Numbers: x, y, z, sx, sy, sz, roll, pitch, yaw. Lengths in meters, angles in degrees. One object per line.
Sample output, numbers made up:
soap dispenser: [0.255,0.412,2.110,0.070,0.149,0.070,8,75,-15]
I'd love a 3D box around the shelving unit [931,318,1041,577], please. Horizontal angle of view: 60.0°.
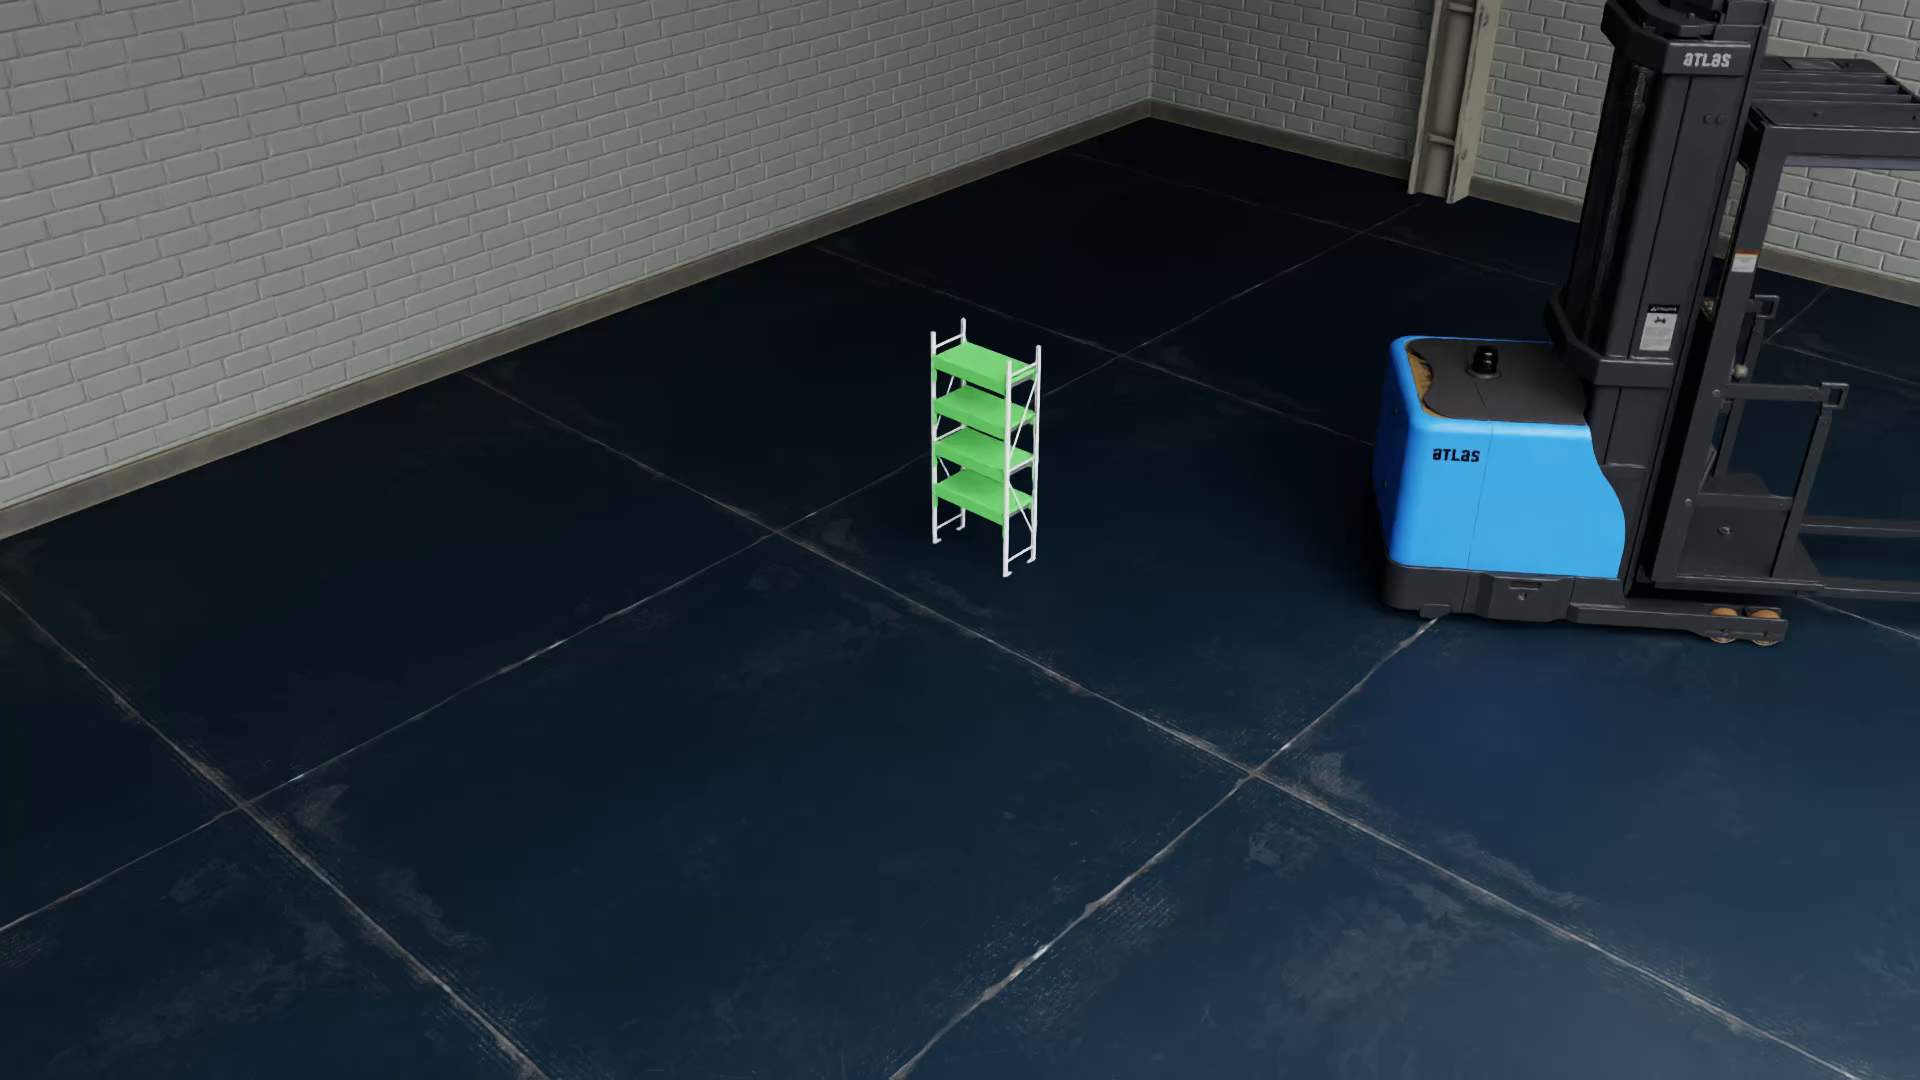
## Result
shelving unit: [0.123,-0.457,8.345,0.503,1.200,0.258,25,39,35]

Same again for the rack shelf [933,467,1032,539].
rack shelf: [0.123,-0.196,8.502,0.480,0.148,0.258,25,39,35]

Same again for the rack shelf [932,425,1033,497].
rack shelf: [0.123,-0.402,8.378,0.480,0.148,0.258,25,39,35]

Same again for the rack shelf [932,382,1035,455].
rack shelf: [0.123,-0.608,8.255,0.480,0.148,0.258,25,39,35]

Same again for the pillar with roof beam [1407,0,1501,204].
pillar with roof beam: [0.959,-4.997,8.326,0.400,9.000,9.100,25,39,35]

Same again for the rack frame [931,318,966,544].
rack frame: [-0.058,-0.541,8.486,0.015,1.200,0.240,25,39,35]

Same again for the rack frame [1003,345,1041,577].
rack frame: [0.304,-0.372,8.205,0.015,1.200,0.240,25,39,35]

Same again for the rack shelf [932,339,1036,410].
rack shelf: [0.123,-0.813,8.131,0.480,0.148,0.258,25,39,35]

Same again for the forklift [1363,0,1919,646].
forklift: [3.607,-1.044,7.643,3.031,2.935,1.130,3,31,6]
